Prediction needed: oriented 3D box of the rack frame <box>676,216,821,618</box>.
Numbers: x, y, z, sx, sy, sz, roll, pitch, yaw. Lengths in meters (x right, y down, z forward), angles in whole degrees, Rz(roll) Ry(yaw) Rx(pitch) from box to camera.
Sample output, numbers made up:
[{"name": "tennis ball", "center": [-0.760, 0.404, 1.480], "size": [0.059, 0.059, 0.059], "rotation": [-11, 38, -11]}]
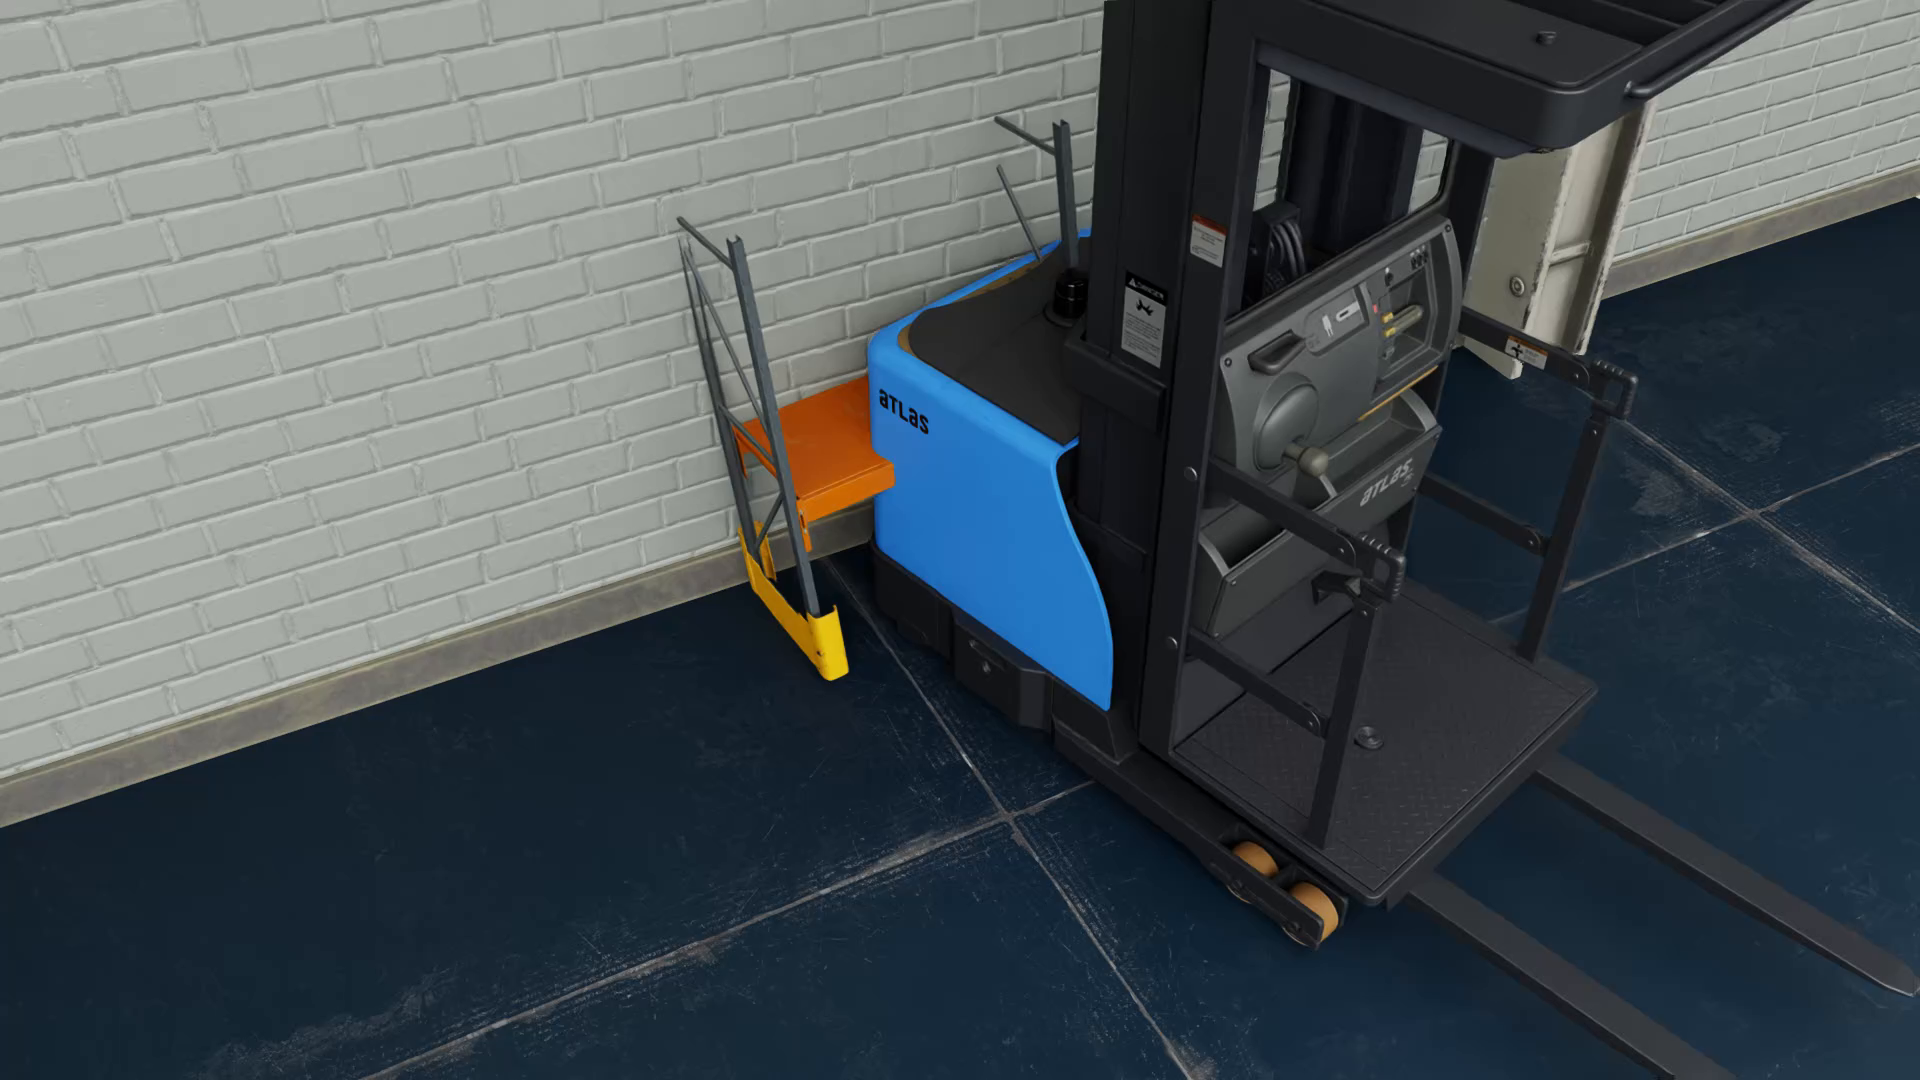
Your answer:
[{"name": "rack frame", "center": [-0.620, -0.298, 4.934], "size": [0.032, 1.500, 0.500], "rotation": [-24, 40, -20]}]

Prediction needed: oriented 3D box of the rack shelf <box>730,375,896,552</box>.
[{"name": "rack shelf", "center": [-0.166, -0.351, 5.219], "size": [1.000, 0.185, 0.538], "rotation": [-24, 40, -20]}]

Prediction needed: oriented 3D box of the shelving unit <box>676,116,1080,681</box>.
[{"name": "shelving unit", "center": [-0.178, -0.497, 5.114], "size": [1.083, 1.500, 0.587], "rotation": [-24, 40, -20]}]

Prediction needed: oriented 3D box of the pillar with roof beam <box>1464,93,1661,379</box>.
[{"name": "pillar with roof beam", "center": [4.240, -1.741, 0.841], "size": [0.400, 9.000, 9.100], "rotation": [-19, 44, -21]}]

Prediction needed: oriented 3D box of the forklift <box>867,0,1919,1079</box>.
[{"name": "forklift", "center": [1.095, -0.412, 3.968], "size": [1.130, 2.935, 3.031], "rotation": [-32, 49, -32]}]

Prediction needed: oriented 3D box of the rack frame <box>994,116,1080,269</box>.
[{"name": "rack frame", "center": [0.249, -0.688, 5.287], "size": [0.032, 1.500, 0.500], "rotation": [-24, 40, -20]}]

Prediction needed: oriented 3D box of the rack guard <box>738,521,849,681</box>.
[{"name": "rack guard", "center": [-0.536, 0.188, 5.318], "size": [0.087, 0.250, 0.587], "rotation": [-24, 40, -20]}]
